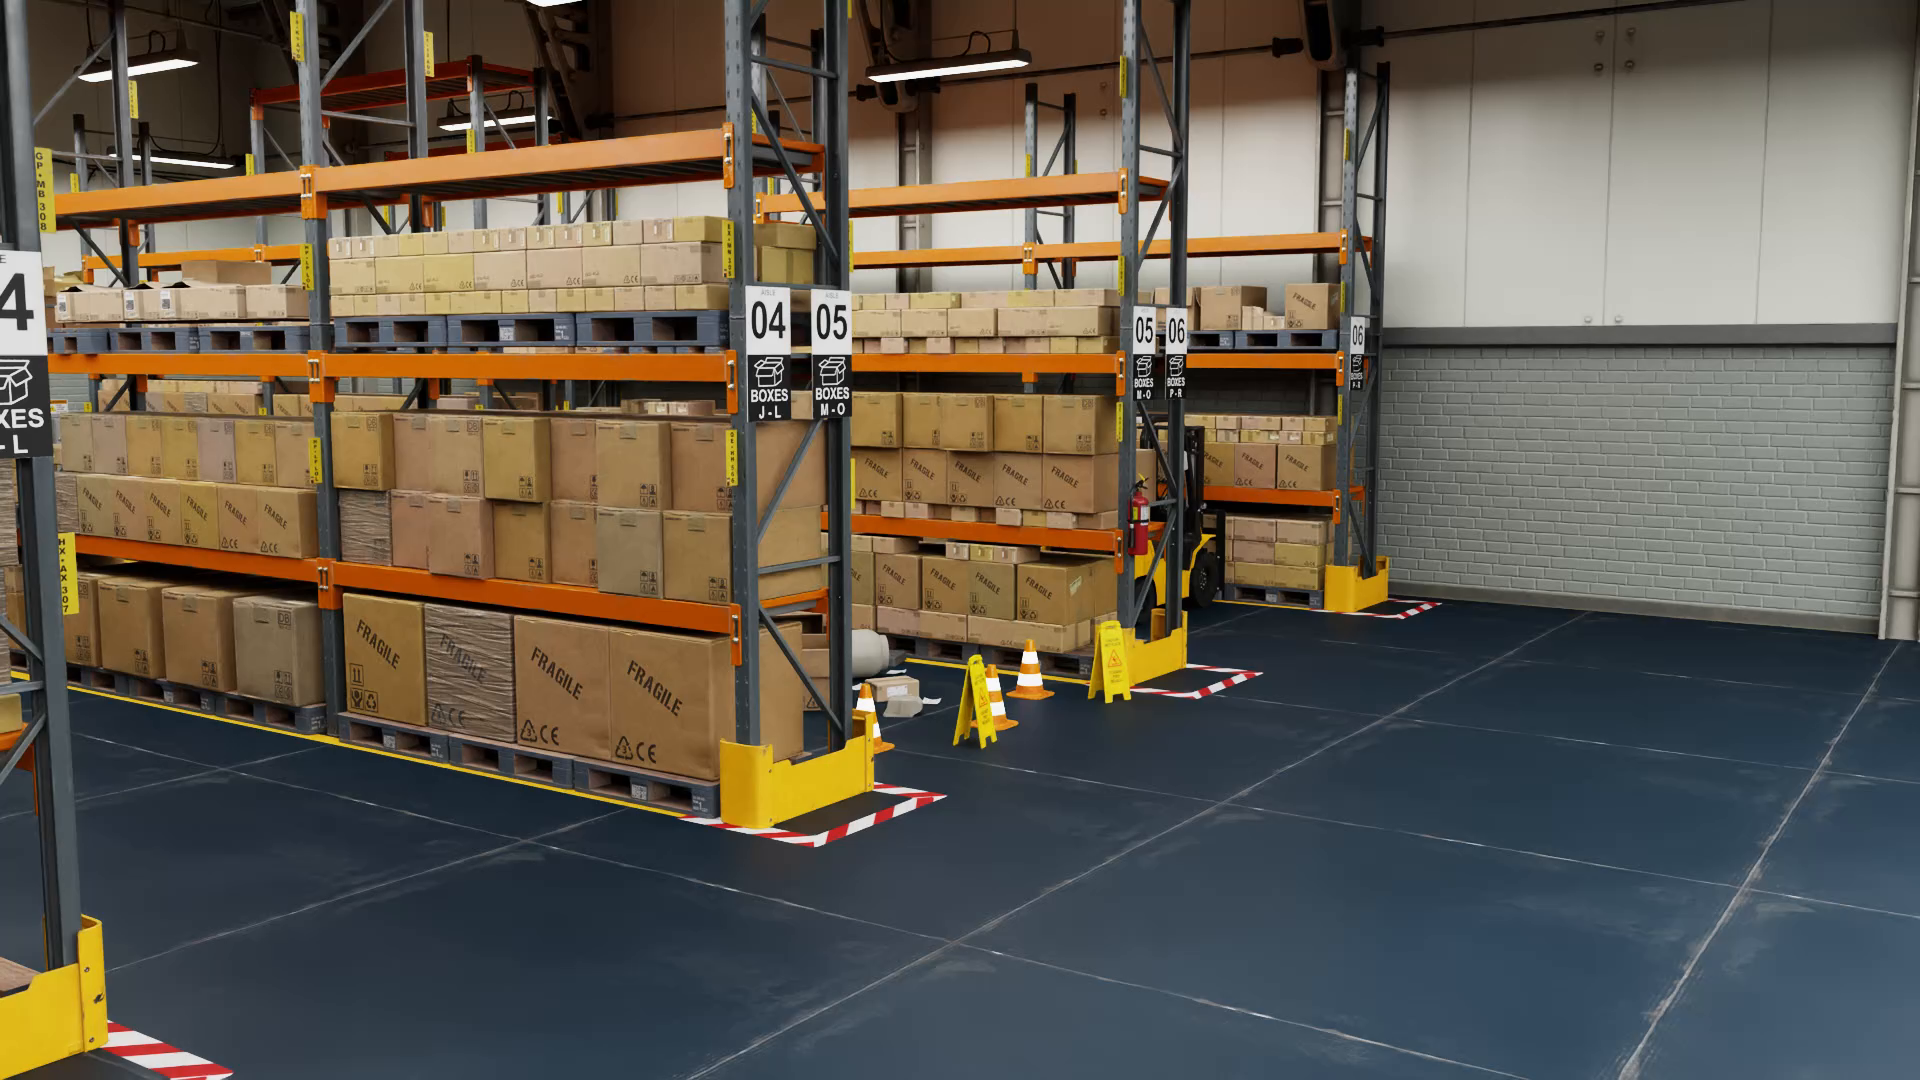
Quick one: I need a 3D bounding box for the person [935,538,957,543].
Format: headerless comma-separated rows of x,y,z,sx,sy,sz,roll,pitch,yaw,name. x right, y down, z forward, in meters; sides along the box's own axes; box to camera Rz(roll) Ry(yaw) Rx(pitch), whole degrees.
-0.020,-0.113,18.731,0.605,1.593,0.982,-2,7,-14,person
